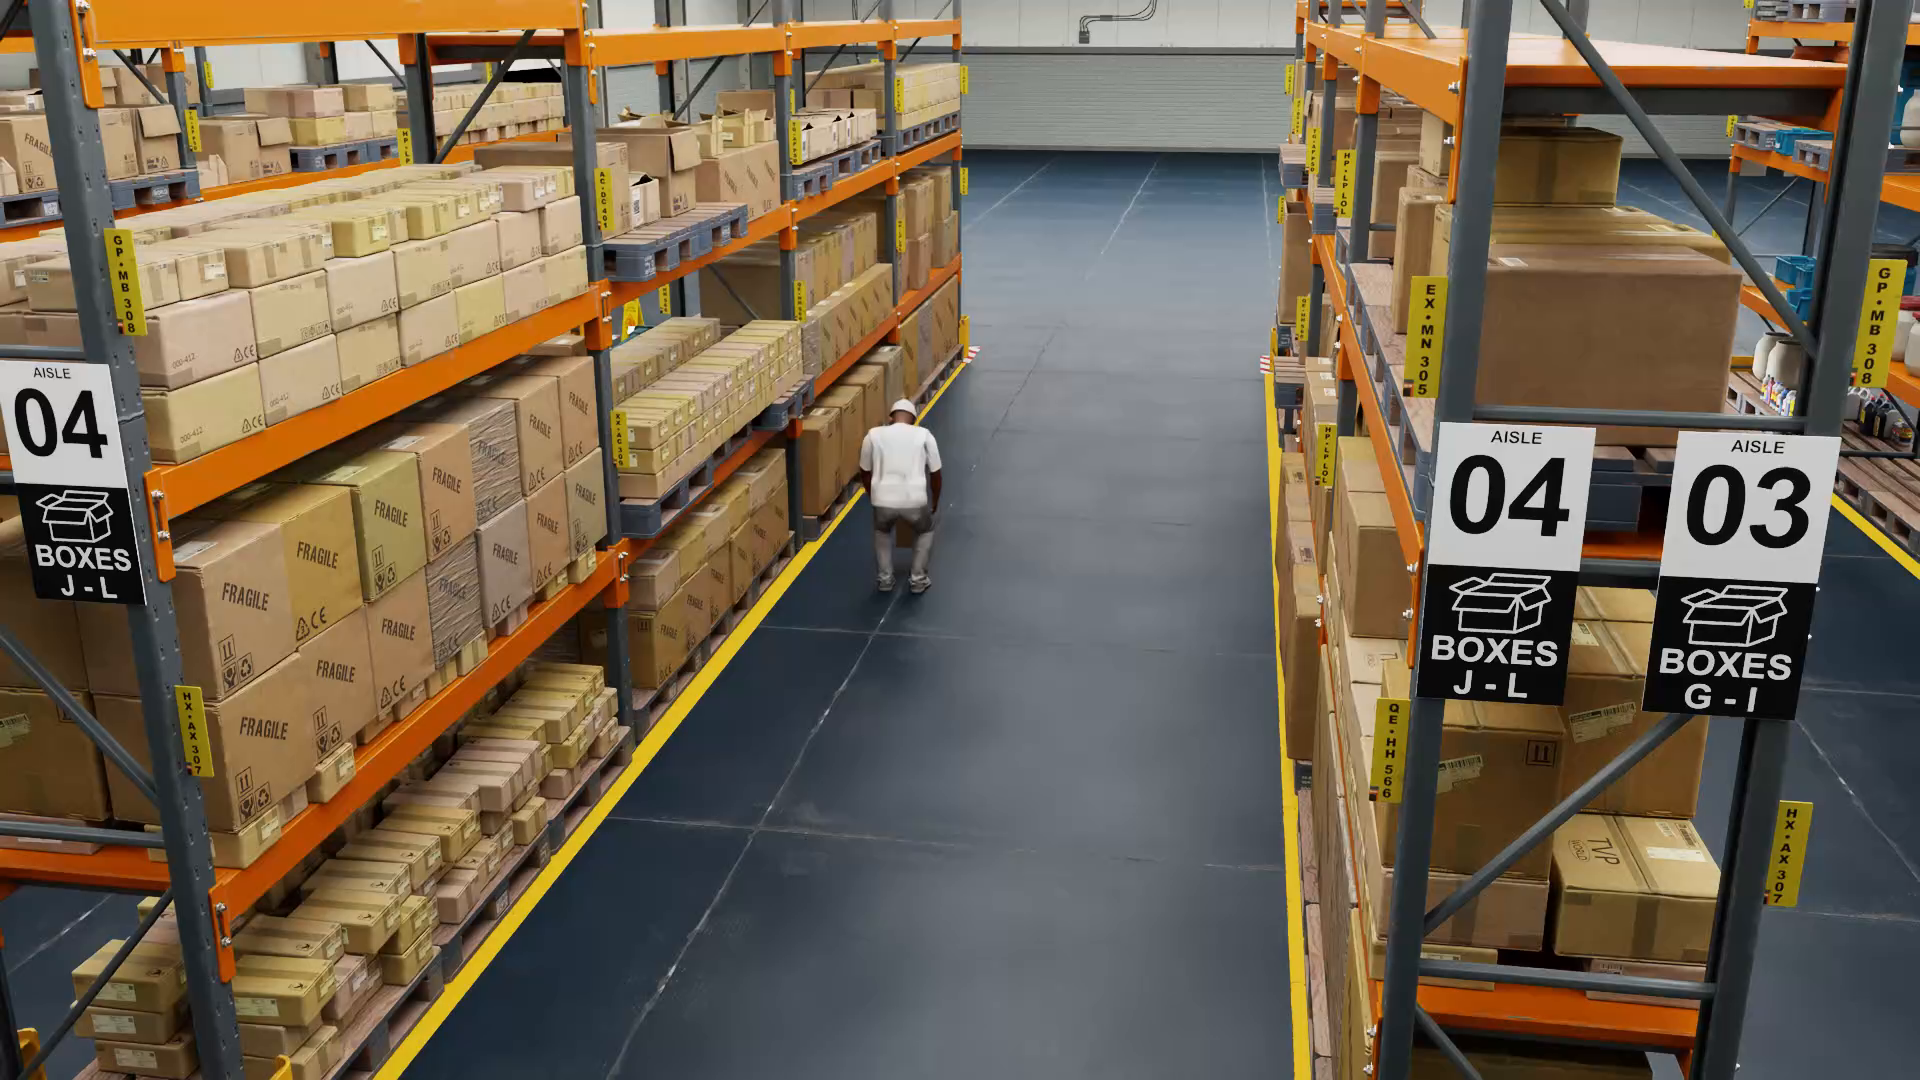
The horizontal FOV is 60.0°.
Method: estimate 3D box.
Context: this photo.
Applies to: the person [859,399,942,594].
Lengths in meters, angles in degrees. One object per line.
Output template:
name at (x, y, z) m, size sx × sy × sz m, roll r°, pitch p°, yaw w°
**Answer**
person at (-0.466, -0.326, 12.627) m, size 0.632 × 1.405 × 0.762 m, roll 3°, pitch 18°, yaw 8°
